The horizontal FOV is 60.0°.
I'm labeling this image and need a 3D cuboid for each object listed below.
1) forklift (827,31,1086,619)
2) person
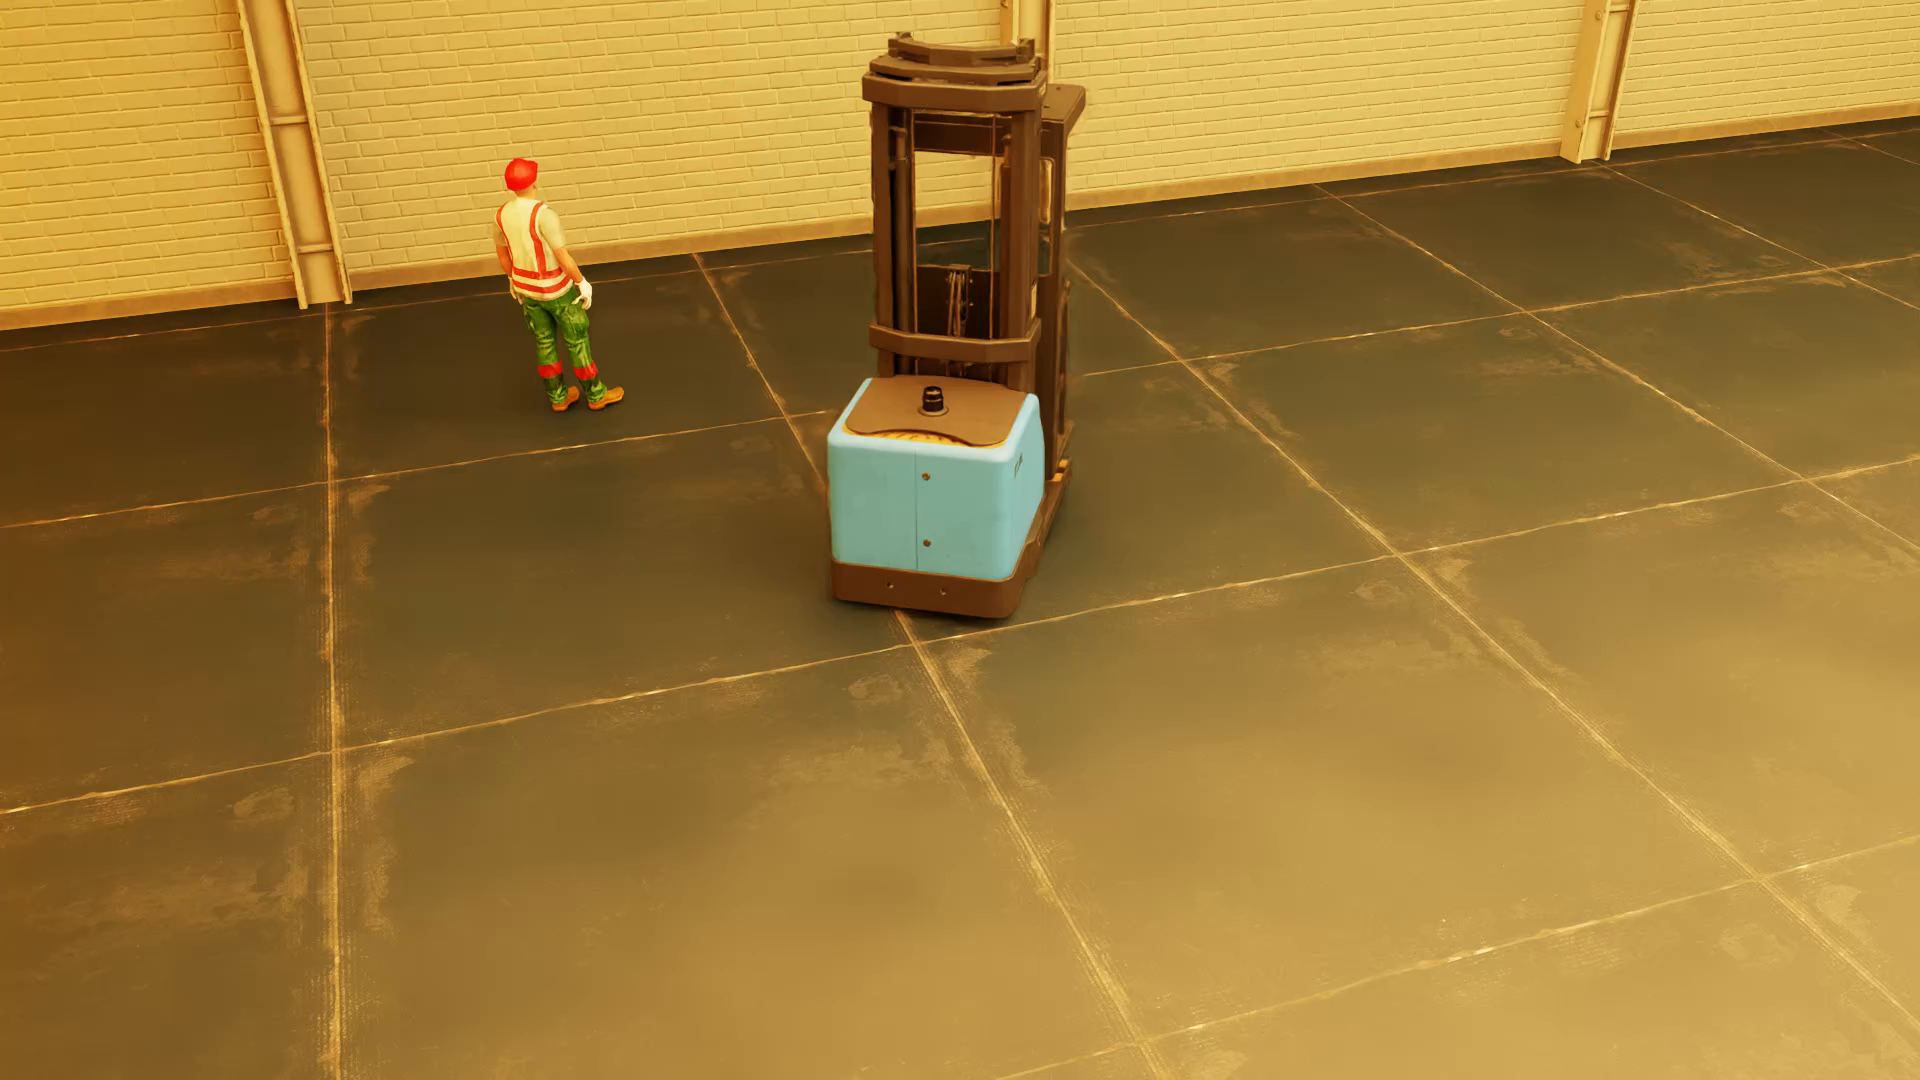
[{"bbox_3d":[0.101,-1.560,9.798,1.130,2.935,3.031,7,31,11],"label":"forklift"},{"bbox_3d":[-2.742,-1.728,11.220,0.638,1.786,0.566,12,32,20],"label":"person"}]
